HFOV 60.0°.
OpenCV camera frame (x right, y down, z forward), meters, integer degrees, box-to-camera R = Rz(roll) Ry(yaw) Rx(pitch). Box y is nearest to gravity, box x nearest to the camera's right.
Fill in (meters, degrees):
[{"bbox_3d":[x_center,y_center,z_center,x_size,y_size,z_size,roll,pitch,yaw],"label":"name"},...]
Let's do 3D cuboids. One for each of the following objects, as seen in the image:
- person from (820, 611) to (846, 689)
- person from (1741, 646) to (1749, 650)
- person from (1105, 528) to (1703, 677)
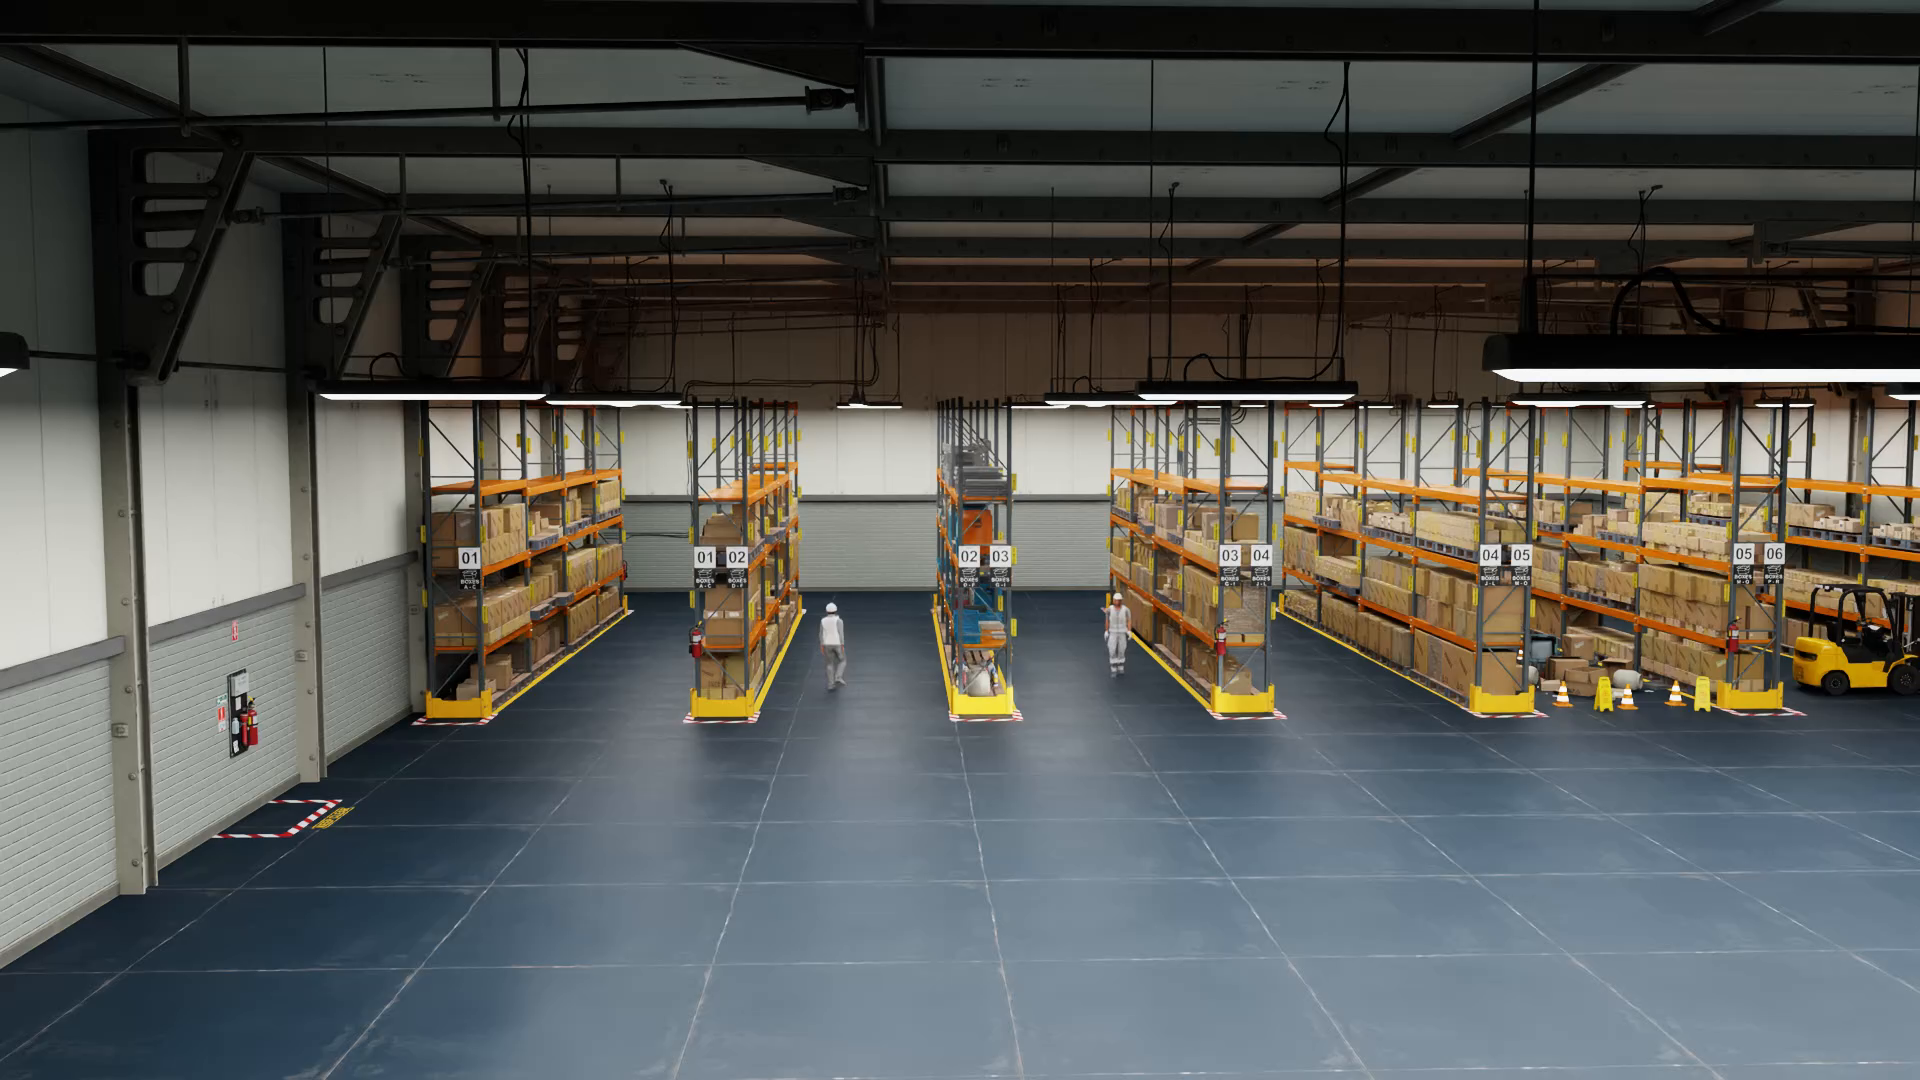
[{"bbox_3d":[-2.632,2.202,34.381,0.571,1.710,0.464,1,4,10],"label":"person"},{"bbox_3d":[16.984,2.125,36.111,0.465,1.732,0.580,0,4,-6],"label":"person"},{"bbox_3d":[9.137,1.371,35.022,12.176,3.387,0.905,1,4,8],"label":"person"}]
